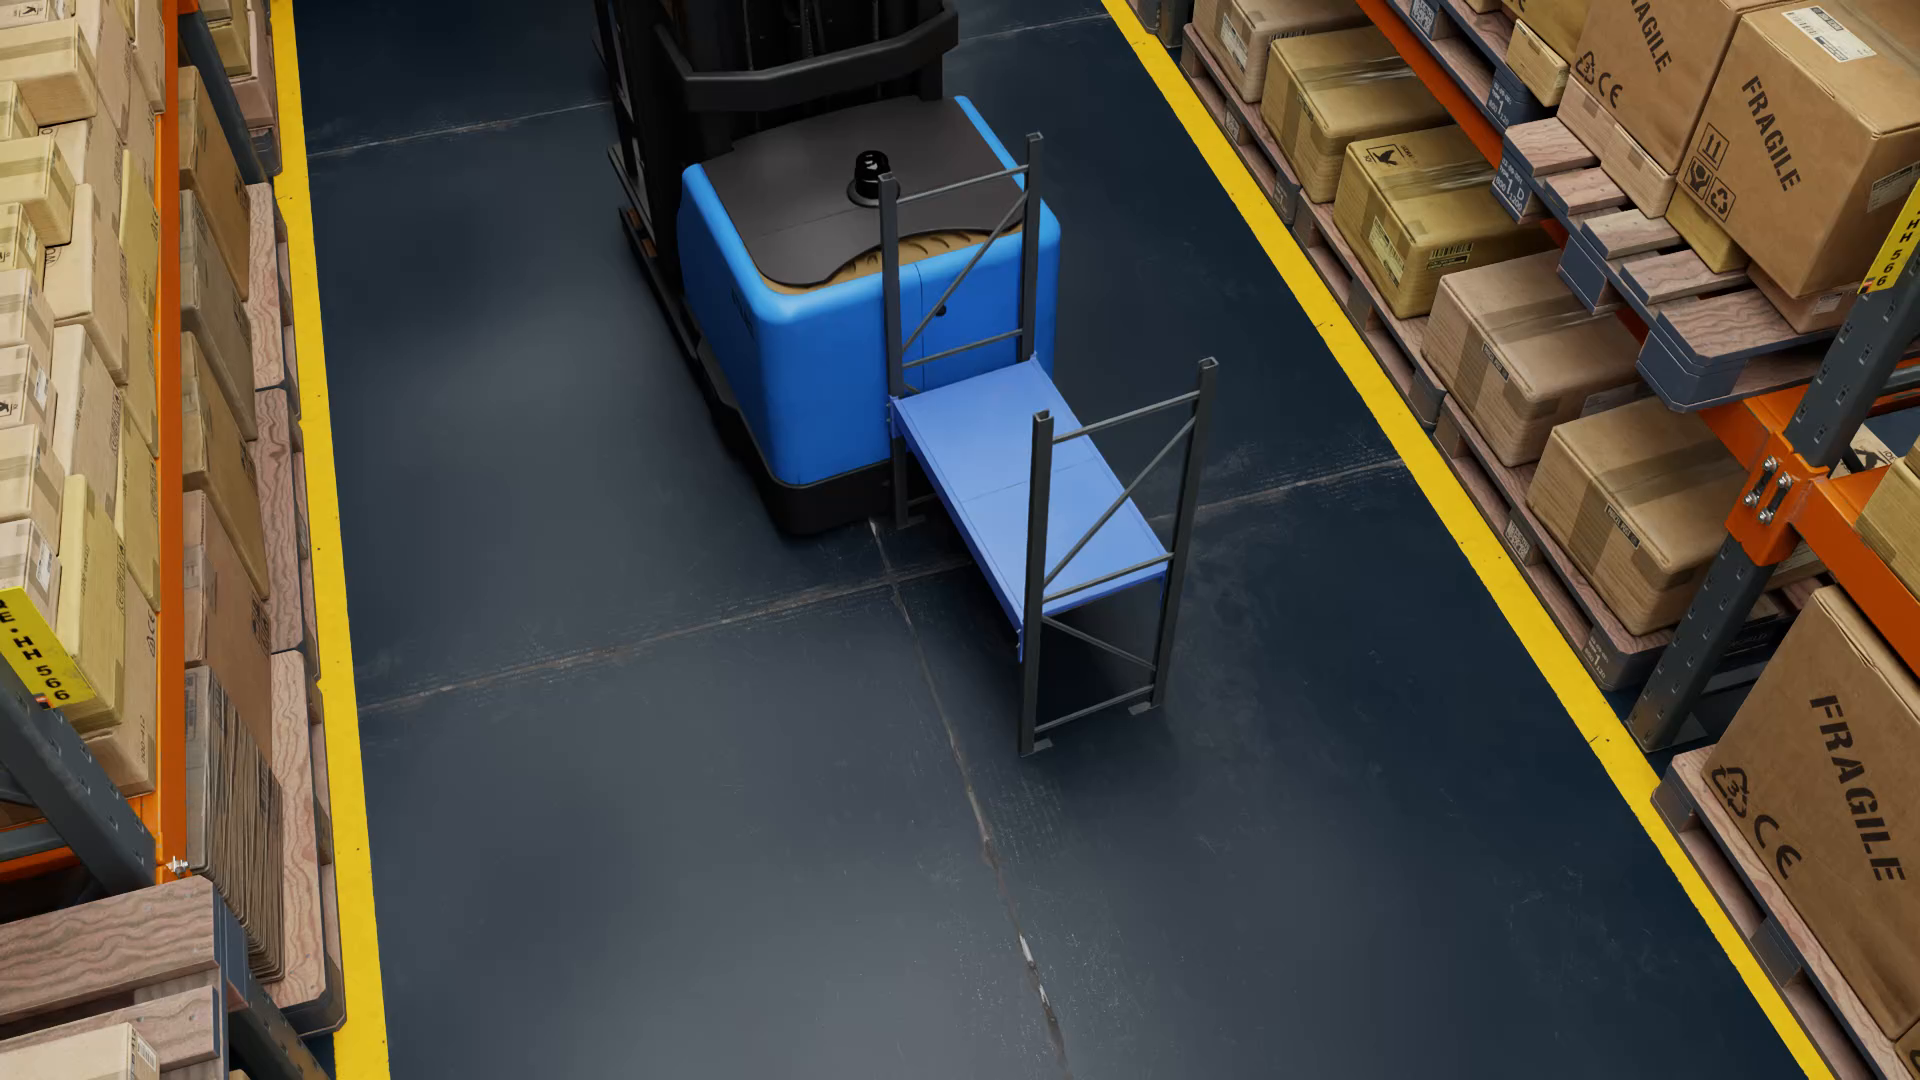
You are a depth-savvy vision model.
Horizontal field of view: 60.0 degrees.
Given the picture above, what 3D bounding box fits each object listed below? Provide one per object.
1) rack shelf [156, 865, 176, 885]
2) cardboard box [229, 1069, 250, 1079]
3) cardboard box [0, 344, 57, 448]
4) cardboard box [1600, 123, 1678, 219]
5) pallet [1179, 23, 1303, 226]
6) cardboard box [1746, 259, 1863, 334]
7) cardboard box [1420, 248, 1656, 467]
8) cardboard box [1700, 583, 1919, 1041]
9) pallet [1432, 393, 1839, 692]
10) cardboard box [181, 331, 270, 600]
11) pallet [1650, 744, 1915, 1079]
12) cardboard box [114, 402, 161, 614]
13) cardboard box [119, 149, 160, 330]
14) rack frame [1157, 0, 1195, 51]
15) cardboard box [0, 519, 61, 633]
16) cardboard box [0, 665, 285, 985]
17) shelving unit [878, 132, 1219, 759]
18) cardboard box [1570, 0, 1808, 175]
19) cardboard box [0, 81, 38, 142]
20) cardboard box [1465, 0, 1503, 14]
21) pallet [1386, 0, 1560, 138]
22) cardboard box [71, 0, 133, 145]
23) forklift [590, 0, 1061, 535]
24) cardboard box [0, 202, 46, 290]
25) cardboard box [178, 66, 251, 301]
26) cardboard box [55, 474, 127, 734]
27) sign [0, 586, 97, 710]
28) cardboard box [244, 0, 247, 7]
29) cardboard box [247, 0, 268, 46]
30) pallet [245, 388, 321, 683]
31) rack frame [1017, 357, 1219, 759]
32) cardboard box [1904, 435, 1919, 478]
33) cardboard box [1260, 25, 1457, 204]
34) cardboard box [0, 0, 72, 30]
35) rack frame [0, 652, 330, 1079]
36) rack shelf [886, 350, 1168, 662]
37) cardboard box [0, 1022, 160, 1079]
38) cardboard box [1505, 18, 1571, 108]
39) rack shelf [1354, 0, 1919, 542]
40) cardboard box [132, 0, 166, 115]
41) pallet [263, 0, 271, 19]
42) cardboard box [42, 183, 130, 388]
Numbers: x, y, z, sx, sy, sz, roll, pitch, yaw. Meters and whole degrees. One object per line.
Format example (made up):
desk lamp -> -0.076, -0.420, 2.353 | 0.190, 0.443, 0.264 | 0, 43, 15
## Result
rack shelf -> -1.555, 2.364, 2.266 | 1.077, 0.370, 4.000 | -13, 51, -11
cardboard box -> -1.816, 1.602, 3.798 | 0.500, 0.500, 0.500 | -12, 51, -10
cardboard box -> -2.140, -0.246, 3.506 | 0.380, 0.149, 0.250 | -12, 51, -10
cardboard box -> 2.006, -1.047, 4.561 | 0.380, 0.149, 0.250 | -14, 51, -11
pallet -> 1.643, -1.908, 7.220 | 1.003, 0.211, 1.213 | -13, 51, -11
cardboard box -> 2.272, -0.694, 4.263 | 0.380, 0.149, 0.250 | -12, 51, -10
cardboard box -> 2.210, -0.694, 5.817 | 0.950, 0.372, 0.625 | -14, 51, -12
cardboard box -> 2.719, 0.619, 4.381 | 0.875, 0.875, 0.875 | -14, 51, -11
pallet -> 2.364, -0.126, 5.718 | 1.003, 0.211, 1.213 | -13, 51, -11
cardboard box -> -2.718, -0.124, 5.171 | 0.875, 0.625, 0.625 | -15, 52, -12
pallet -> 2.755, 1.038, 4.737 | 1.003, 0.211, 1.213 | -13, 51, -11
cardboard box -> -2.188, -0.028, 3.910 | 0.500, 0.250, 0.500 | -14, 51, -12
cardboard box -> -2.499, -0.782, 4.545 | 0.500, 0.250, 0.500 | -12, 51, -10
rack frame -> 1.411, -3.375, 6.633 | 1.000, 3.000, 0.127 | -13, 51, -11
cardboard box -> -1.960, 0.131, 3.188 | 0.380, 0.149, 0.250 | -12, 51, -10
cardboard box -> -2.318, 0.843, 4.356 | 0.875, 0.625, 0.625 | -12, 51, -10
shelving unit -> 0.209, -0.246, 4.977 | 0.538, 1.500, 1.048 | -19, 52, -15
cardboard box -> 2.030, -1.361, 4.401 | 0.500, 0.500, 0.500 | -14, 51, -12
cardboard box -> -2.521, -0.978, 4.123 | 0.380, 0.149, 0.250 | -13, 51, -11
cardboard box -> 1.738, -1.808, 5.202 | 0.380, 0.149, 0.250 | -15, 51, -12
pallet -> 1.969, -1.828, 5.455 | 1.003, 0.211, 1.213 | -13, 51, -11
cardboard box -> -2.636, -1.313, 4.666 | 0.500, 0.250, 0.500 | -12, 51, -10
forklift -> -0.719, -2.111, 5.612 | 1.130, 2.935, 3.031 | -19, 52, -15
cardboard box -> -2.333, -0.611, 3.813 | 0.380, 0.149, 0.250 | -13, 51, -11
cardboard box -> -3.165, -1.241, 6.113 | 0.875, 0.625, 0.625 | -11, 51, -9
cardboard box -> -2.021, 0.174, 3.413 | 0.500, 0.250, 0.500 | -13, 51, -11
sign -> -1.631, 0.194, 2.919 | 0.100, 0.325, 0.005 | -13, 51, -11
cardboard box -> -3.329, -2.451, 7.051 | 0.500, 0.250, 0.500 | -14, 51, -11
cardboard box -> -3.321, -2.295, 7.246 | 0.500, 0.250, 0.500 | -14, 51, -12
pallet -> -2.710, 0.071, 5.552 | 1.003, 0.211, 1.213 | -13, 51, -11
rack frame -> 0.413, 0.110, 4.676 | 0.500, 1.500, 0.032 | -19, 52, -15
cardboard box -> 2.508, -0.140, 3.678 | 0.500, 0.250, 0.500 | -14, 51, -11
cardboard box -> 1.784, -1.757, 6.713 | 0.950, 0.372, 0.625 | -10, 51, -9
cardboard box -> -2.610, -1.365, 4.450 | 0.380, 0.149, 0.250 | -13, 51, -11
rack frame -> -2.144, 0.671, 3.223 | 0.949, 2.616, 0.053 | -13, 51, -11
rack shelf -> 0.209, -0.130, 5.114 | 0.538, 0.185, 1.000 | -19, 52, -15
cardboard box -> -1.586, 1.010, 2.826 | 0.380, 0.149, 0.250 | -12, 51, -10
cardboard box -> 1.845, -1.431, 4.884 | 0.380, 0.149, 0.250 | -13, 51, -10
rack shelf -> 2.002, -1.682, 5.677 | 1.077, 0.370, 4.000 | -13, 51, -11
cardboard box -> -2.777, -1.527, 5.173 | 0.500, 0.250, 0.500 | -14, 51, -11
pallet -> -3.889, -2.834, 8.001 | 1.003, 0.211, 1.213 | -13, 51, -11
cardboard box -> -2.329, -0.573, 4.042 | 0.500, 0.250, 0.500 | -14, 51, -12
